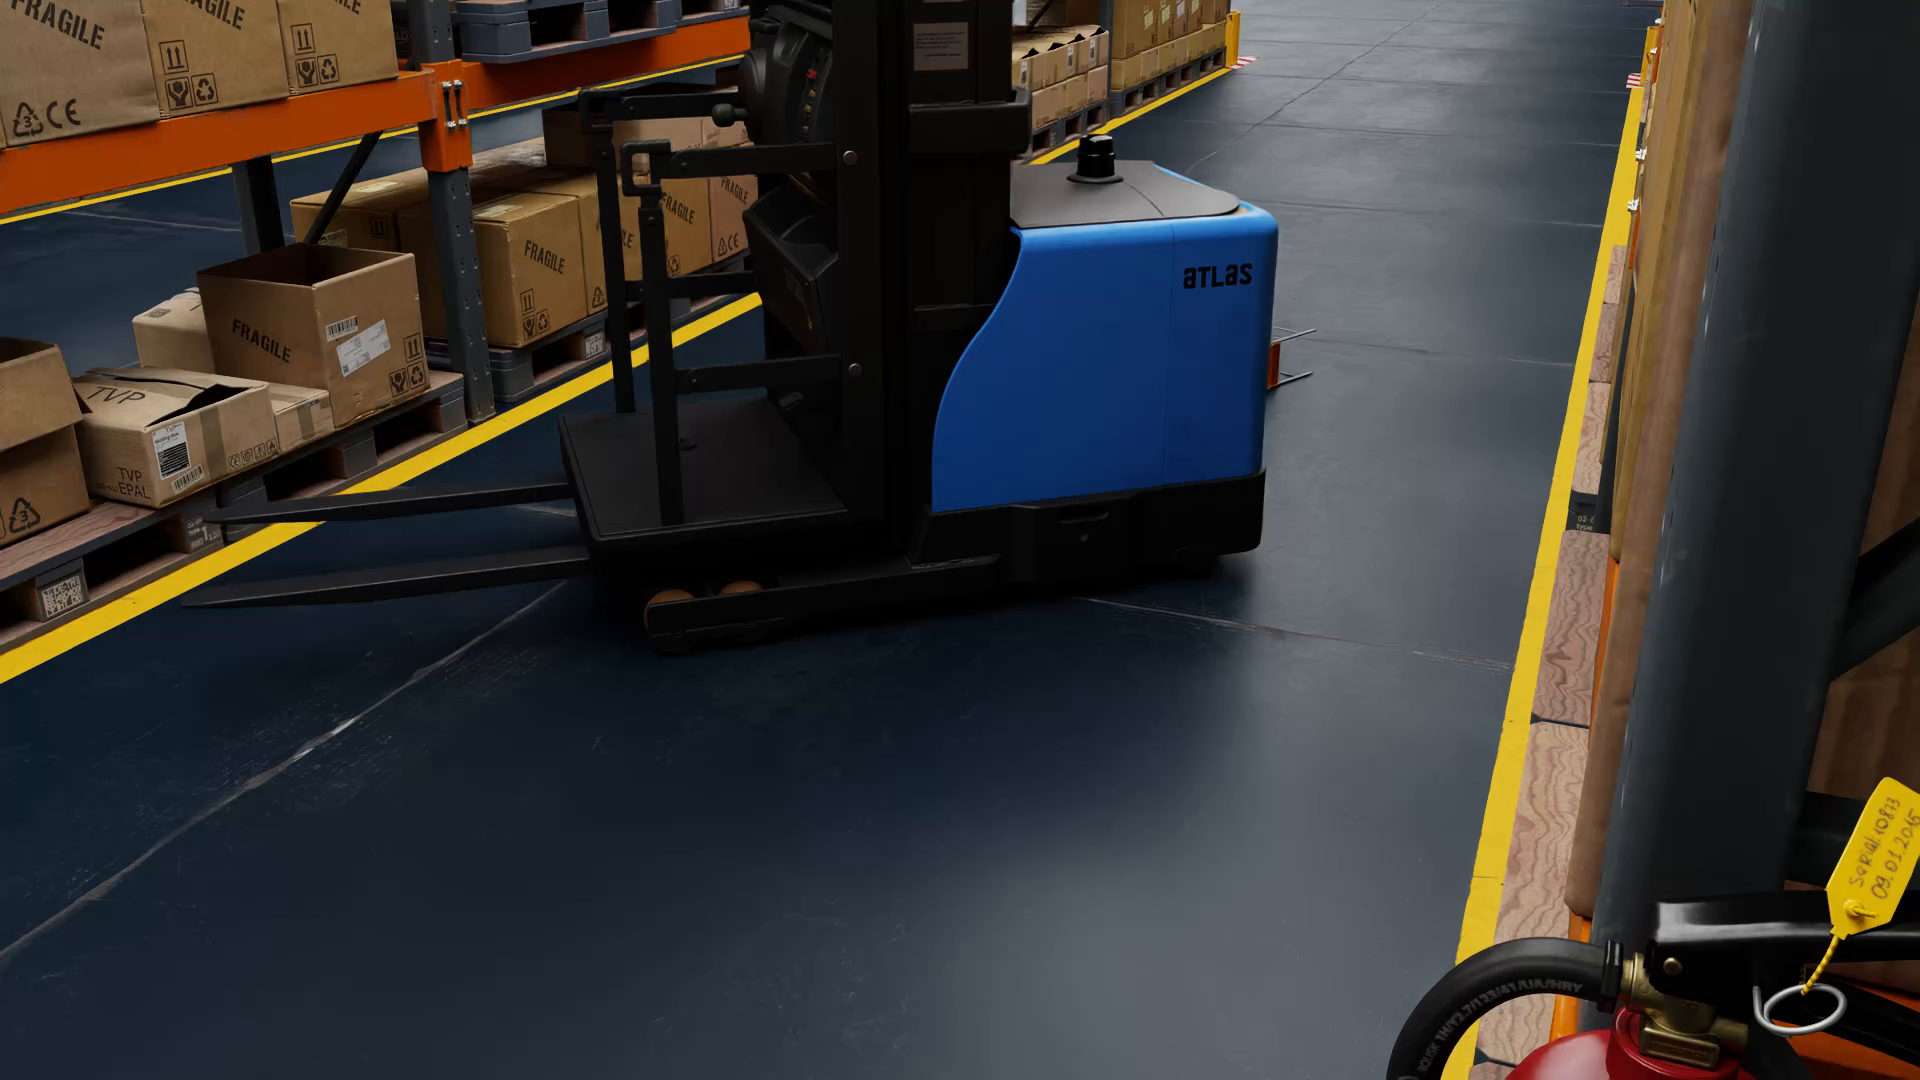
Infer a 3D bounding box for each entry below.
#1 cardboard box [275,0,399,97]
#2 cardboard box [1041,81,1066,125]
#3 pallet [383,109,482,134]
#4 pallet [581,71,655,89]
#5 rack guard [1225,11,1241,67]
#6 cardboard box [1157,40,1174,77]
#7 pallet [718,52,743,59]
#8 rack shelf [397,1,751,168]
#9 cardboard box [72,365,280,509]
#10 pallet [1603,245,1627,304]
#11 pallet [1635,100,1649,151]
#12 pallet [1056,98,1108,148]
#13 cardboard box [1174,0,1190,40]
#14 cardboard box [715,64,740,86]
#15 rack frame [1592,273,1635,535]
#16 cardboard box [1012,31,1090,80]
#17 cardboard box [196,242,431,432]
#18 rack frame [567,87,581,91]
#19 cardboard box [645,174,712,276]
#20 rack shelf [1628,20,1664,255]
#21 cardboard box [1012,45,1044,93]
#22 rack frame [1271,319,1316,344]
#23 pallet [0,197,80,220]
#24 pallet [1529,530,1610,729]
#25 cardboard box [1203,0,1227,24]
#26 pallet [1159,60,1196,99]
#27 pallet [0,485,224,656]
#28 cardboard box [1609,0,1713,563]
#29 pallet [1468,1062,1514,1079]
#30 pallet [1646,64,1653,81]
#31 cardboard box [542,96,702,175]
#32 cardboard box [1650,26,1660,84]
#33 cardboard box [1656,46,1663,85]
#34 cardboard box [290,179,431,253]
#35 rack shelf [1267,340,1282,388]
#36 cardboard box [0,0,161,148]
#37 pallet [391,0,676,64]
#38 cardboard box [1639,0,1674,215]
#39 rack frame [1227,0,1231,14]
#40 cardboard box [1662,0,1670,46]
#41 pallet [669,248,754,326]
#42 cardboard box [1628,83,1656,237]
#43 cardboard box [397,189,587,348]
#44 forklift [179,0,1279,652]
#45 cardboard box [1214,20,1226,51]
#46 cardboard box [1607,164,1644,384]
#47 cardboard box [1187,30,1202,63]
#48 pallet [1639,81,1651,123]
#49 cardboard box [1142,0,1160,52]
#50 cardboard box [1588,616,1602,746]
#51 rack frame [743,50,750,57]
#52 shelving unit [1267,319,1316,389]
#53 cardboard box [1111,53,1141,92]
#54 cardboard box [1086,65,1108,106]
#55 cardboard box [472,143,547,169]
[{"bbox_3d":[-2.214,-1.738,5.390,0.500,0.500,0.500,9,24,21],"label":"cardboard box"},{"bbox_3d":[0.441,-3.142,11.902,0.500,0.250,0.500,9,24,21],"label":"cardboard box"},{"bbox_3d":[-4.599,-3.469,13.282,1.003,0.211,1.213,9,24,20],"label":"pallet"},{"bbox_3d":[-3.604,-4.429,15.578,1.003,0.211,1.213,9,24,20],"label":"pallet"},{"bbox_3d":[2.200,-5.057,16.708,1.175,0.500,0.348,9,24,20],"label":"rack guard"},{"bbox_3d":[1.540,-4.174,14.374,0.500,0.250,0.500,9,24,20],"label":"cardboard box"},{"bbox_3d":[-2.698,-5.302,17.669,1.003,0.211,1.213,9,24,20],"label":"pallet"},{"bbox_3d":[-1.523,-2.291,7.777,1.077,0.370,4.000,9,24,20],"label":"rack shelf"},{"bbox_3d":[-2.493,-0.357,5.131,0.500,0.311,0.500,9,24,20],"label":"cardboard box"},{"bbox_3d":[3.458,-1.073,7.545,1.003,0.211,1.213,9,24,20],"label":"pallet"},{"bbox_3d":[5.523,-3.021,12.209,1.003,0.211,1.213,9,24,20],"label":"pallet"},{"bbox_3d":[0.468,-3.214,12.672,1.003,0.211,1.213,9,24,20],"label":"pallet"},{"bbox_3d":[1.724,-4.700,14.659,0.500,0.500,0.500,9,24,20],"label":"cardboard box"},{"bbox_3d":[-0.927,-2.346,8.673,0.500,0.250,0.500,10,25,22],"label":"cardboard box"},{"bbox_3d":[2.335,-1.200,4.230,1.000,3.000,0.127,9,24,20],"label":"rack frame"},{"bbox_3d":[0.634,-3.581,12.227,0.500,0.311,0.500,9,24,22],"label":"cardboard box"},{"bbox_3d":[-2.214,-0.713,5.737,0.500,0.500,0.500,9,24,20],"label":"cardboard box"},{"bbox_3d":[-3.892,-5.481,14.480,1.000,3.000,0.127,9,24,20],"label":"rack frame"},{"bbox_3d":[-1.480,-1.466,7.539,0.500,0.500,0.500,9,24,21],"label":"cardboard box"},{"bbox_3d":[3.077,-1.583,6.082,1.077,0.370,4.000,9,24,20],"label":"rack shelf"},{"bbox_3d":[0.256,-3.224,11.371,0.500,0.311,0.500,8,24,19],"label":"cardboard box"},{"bbox_3d":[0.941,-0.737,6.525,1.200,0.006,0.240,-20,30,-39],"label":"rack frame"},{"bbox_3d":[-6.087,-2.040,9.859,1.003,0.211,1.213,9,24,20],"label":"pallet"},{"bbox_3d":[1.979,0.348,4.143,1.003,0.211,1.213,9,24,20],"label":"pallet"},{"bbox_3d":[2.268,-5.238,15.949,0.500,0.500,0.500,9,24,20],"label":"cardboard box"},{"bbox_3d":[1.491,-4.200,15.032,1.003,0.211,1.213,9,24,20],"label":"pallet"},{"bbox_3d":[-2.974,0.063,4.826,1.003,0.211,1.213,9,24,20],"label":"pallet"},{"bbox_3d":[1.289,-0.353,1.813,0.980,0.700,0.700,9,24,20],"label":"cardboard box"},{"bbox_3d":[1.073,1.221,2.053,1.003,0.211,1.213,9,24,20],"label":"pallet"},{"bbox_3d":[6.429,-3.894,14.299,1.003,0.211,1.213,9,24,20],"label":"pallet"},{"bbox_3d":[-1.489,-1.799,7.365,0.500,0.250,0.500,9,24,20],"label":"cardboard box"},{"bbox_3d":[5.921,-3.849,13.246,0.700,0.500,0.500,7,24,17],"label":"cardboard box"},{"bbox_3d":[2.451,-1.537,5.339,0.380,0.149,0.250,9,24,20],"label":"cardboard box"},{"bbox_3d":[-2.349,-1.175,6.843,0.500,0.500,0.500,9,24,20],"label":"cardboard box"},{"bbox_3d":[1.172,-0.735,6.758,0.103,0.180,0.258,-20,30,-39],"label":"rack shelf"},{"bbox_3d":[-2.592,-1.369,4.506,0.500,0.500,0.500,9,24,21],"label":"cardboard box"},{"bbox_3d":[-1.868,-2.089,6.609,1.003,0.211,1.213,9,24,20],"label":"pallet"},{"bbox_3d":[1.842,-0.886,3.090,0.980,0.700,0.700,8,24,19],"label":"cardboard box"},{"bbox_3d":[2.191,-6.202,16.206,1.000,3.000,0.127,9,24,20],"label":"rack frame"},{"bbox_3d":[2.452,-1.778,5.072,0.500,0.500,0.500,9,24,20],"label":"cardboard box"},{"bbox_3d":[-1.547,-1.355,8.221,1.003,0.211,1.213,9,24,20],"label":"pallet"},{"bbox_3d":[3.425,-1.589,7.406,0.750,0.750,0.750,8,24,19],"label":"cardboard box"},{"bbox_3d":[-1.860,-1.095,6.653,0.500,0.500,0.500,8,24,18],"label":"cardboard box"},{"bbox_3d":[-0.660,-1.276,4.502,3.031,2.935,1.130,-7,24,-16],"label":"forklift"},{"bbox_3d":[2.266,-4.893,16.094,0.500,0.250,0.500,9,24,20],"label":"cardboard box"},{"bbox_3d":[2.783,-0.971,5.928,0.750,0.750,0.750,10,24,22],"label":"cardboard box"},{"bbox_3d":[1.908,-4.533,15.232,0.500,0.250,0.500,9,24,20],"label":"cardboard box"},{"bbox_3d":[5.974,-3.459,13.258,1.003,0.211,1.213,9,24,20],"label":"pallet"},{"bbox_3d":[1.347,-4.343,13.804,0.500,0.500,0.500,9,24,20],"label":"cardboard box"},{"bbox_3d":[1.772,0.192,3.596,0.700,0.500,0.500,9,24,20],"label":"cardboard box"},{"bbox_3d":[-0.780,-3.339,9.352,1.000,3.000,0.127,9,24,20],"label":"rack frame"},{"bbox_3d":[0.941,-0.652,6.560,1.200,0.189,0.258,-20,30,-39],"label":"shelving unit"},{"bbox_3d":[1.159,-3.818,13.521,0.500,0.250,0.500,9,24,20],"label":"cardboard box"},{"bbox_3d":[0.821,-3.505,12.773,0.500,0.250,0.500,9,24,20],"label":"cardboard box"},{"bbox_3d":[-1.971,-1.530,7.693,0.500,0.500,0.500,9,24,21],"label":"cardboard box"}]
